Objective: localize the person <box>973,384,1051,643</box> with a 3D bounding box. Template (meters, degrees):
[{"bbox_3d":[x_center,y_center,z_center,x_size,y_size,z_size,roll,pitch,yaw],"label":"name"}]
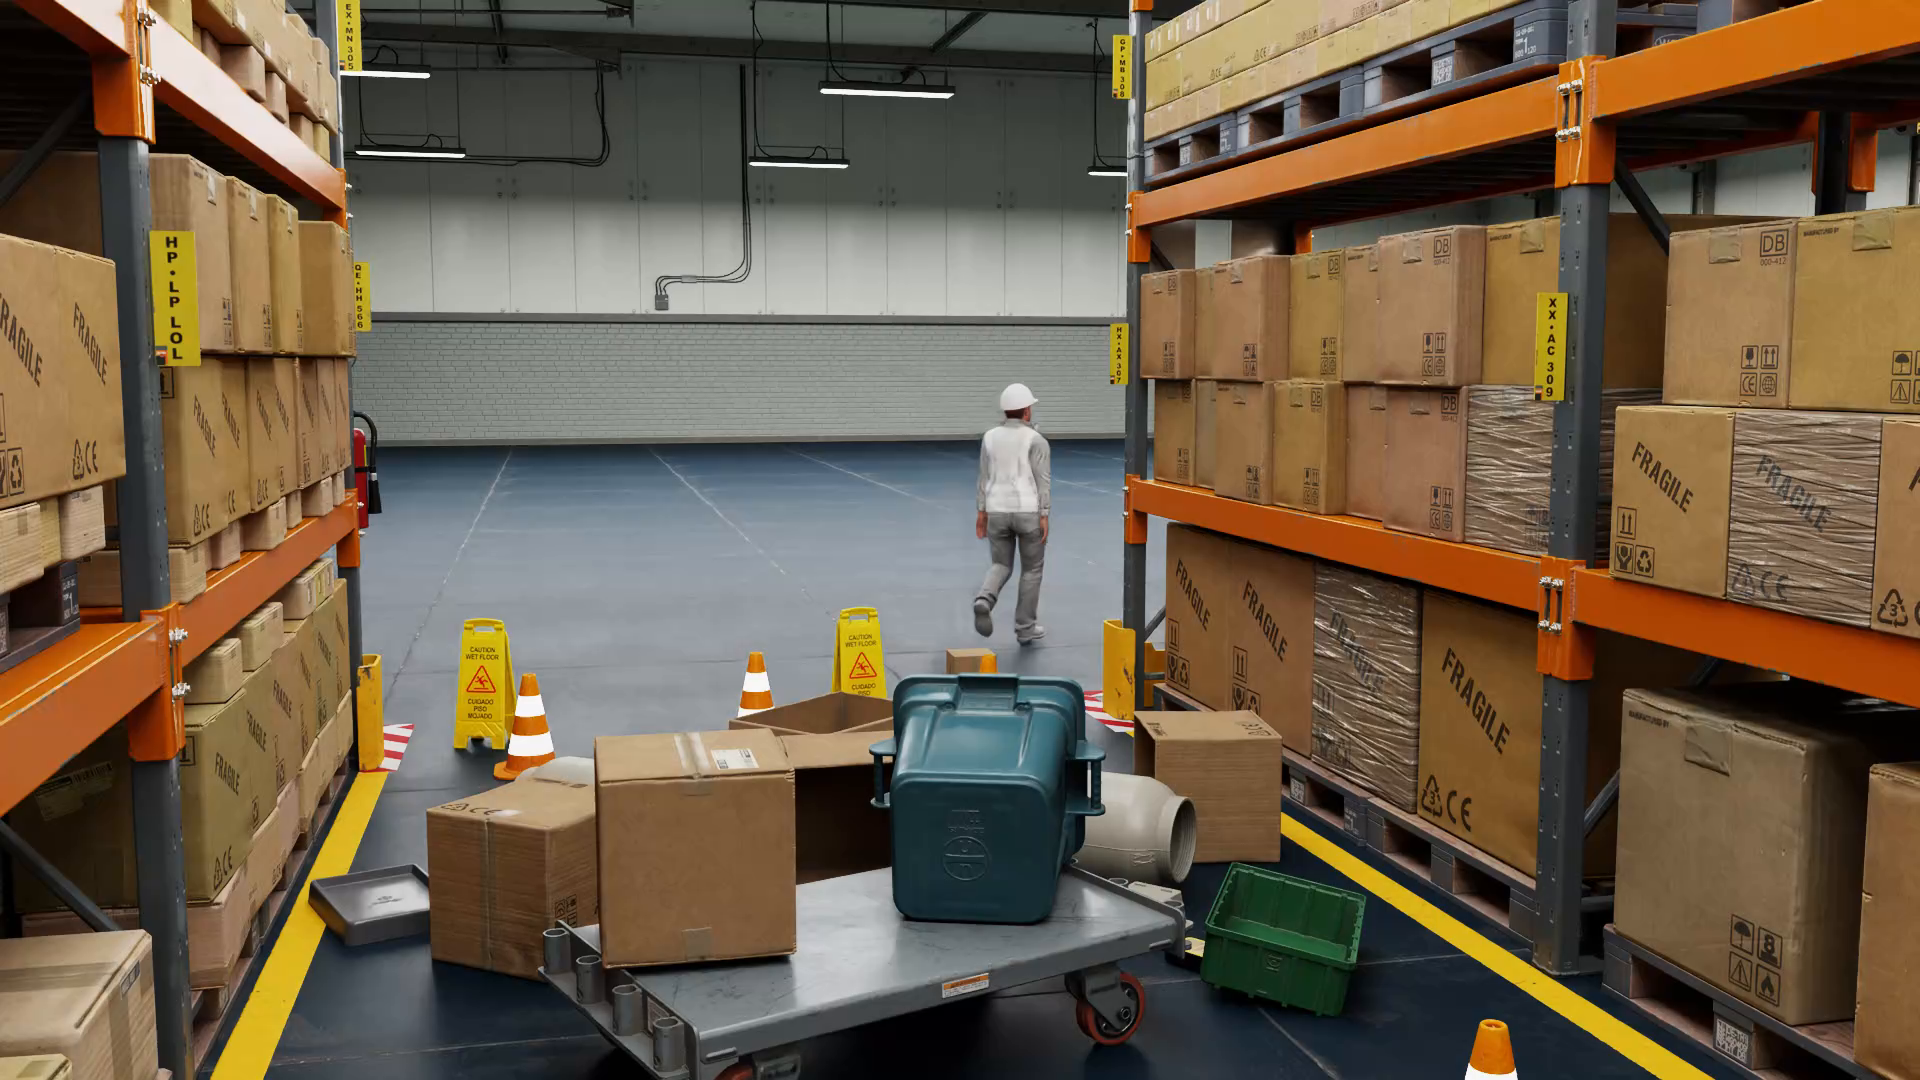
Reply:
[{"bbox_3d":[0.358,-0.176,11.303,0.553,1.763,0.625,3,7,28],"label":"person"}]
